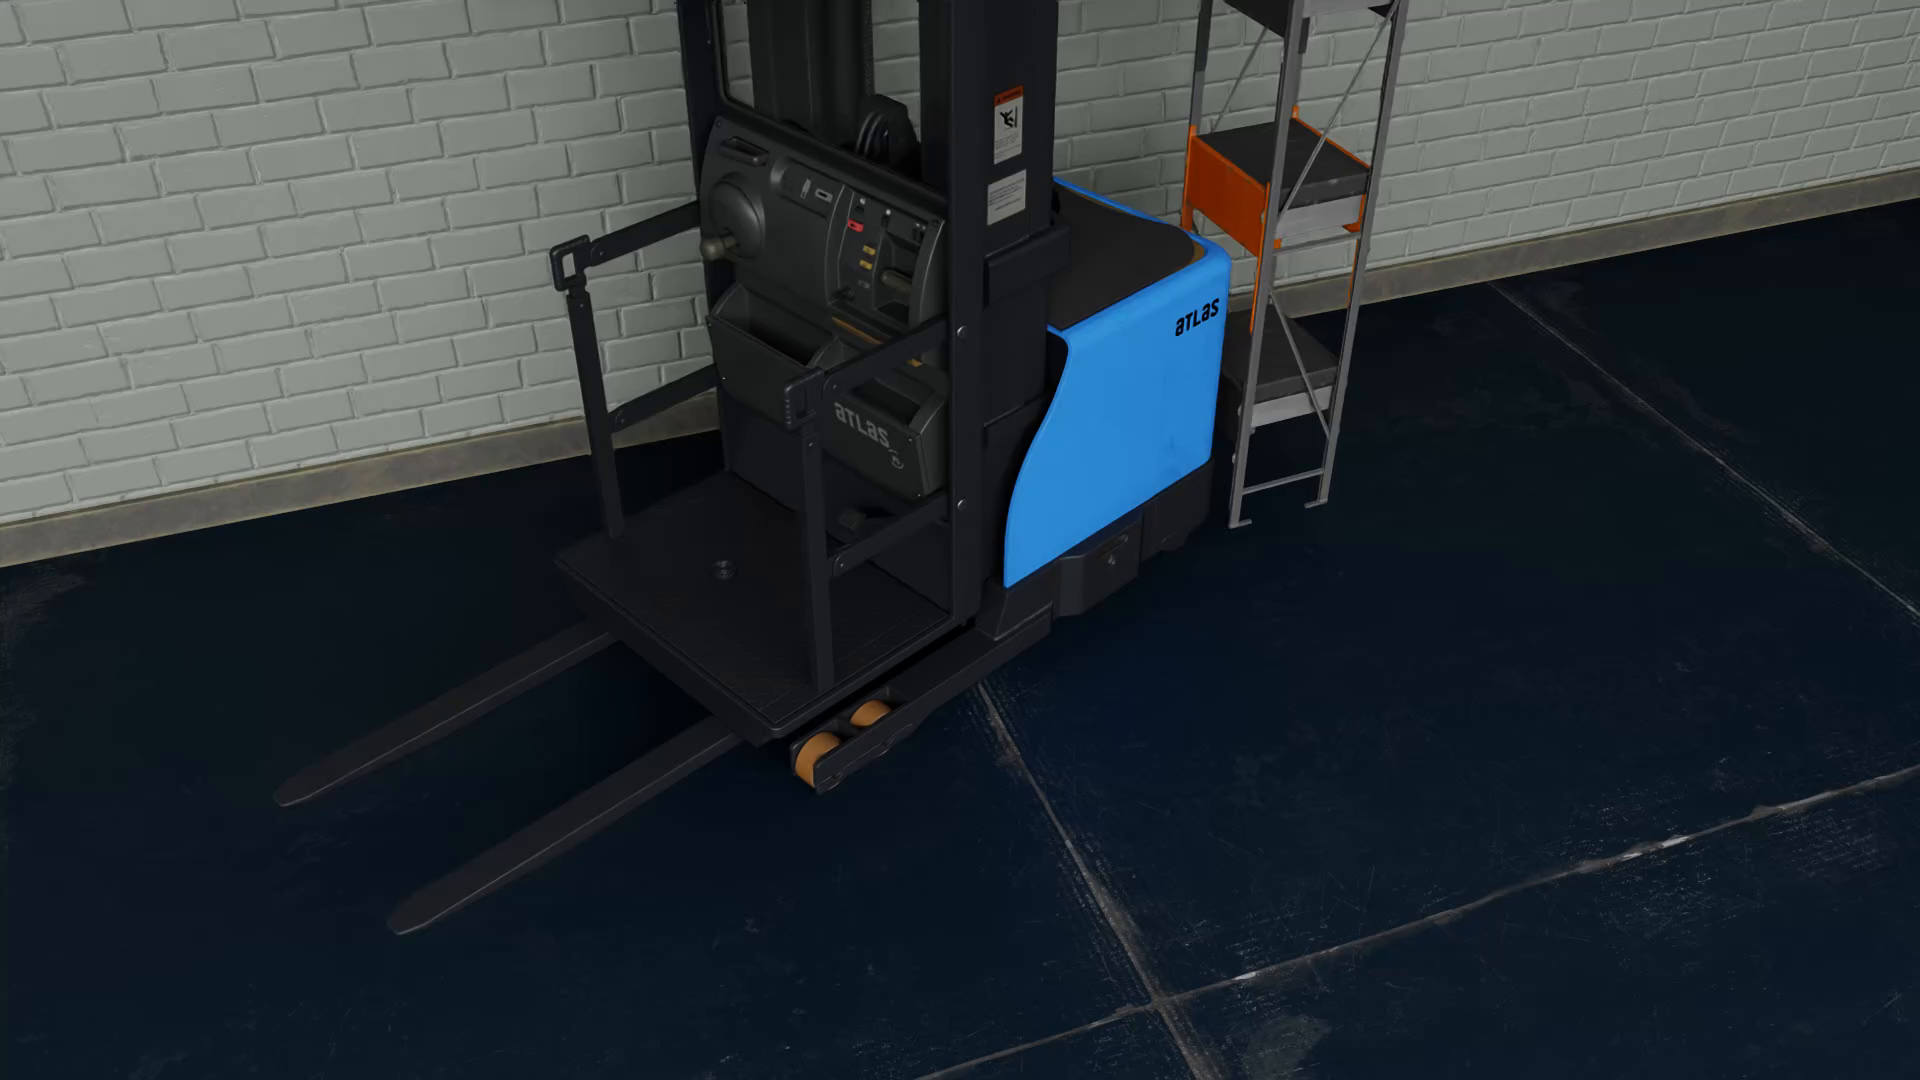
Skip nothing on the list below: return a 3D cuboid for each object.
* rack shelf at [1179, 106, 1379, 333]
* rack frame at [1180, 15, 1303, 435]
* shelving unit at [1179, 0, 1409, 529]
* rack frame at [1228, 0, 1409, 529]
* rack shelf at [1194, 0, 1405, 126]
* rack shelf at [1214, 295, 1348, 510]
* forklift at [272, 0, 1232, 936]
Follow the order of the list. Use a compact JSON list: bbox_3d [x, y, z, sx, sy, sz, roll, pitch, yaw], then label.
[{"bbox_3d":[1.025,-1.051,5.423,0.431,0.518,0.480,-15,39,-19],"label":"rack shelf"},{"bbox_3d":[0.928,-1.197,5.594,0.400,2.100,0.015,-15,39,-19],"label":"rack frame"},{"bbox_3d":[1.025,-1.062,5.415,0.431,2.100,0.503,-15,39,-19],"label":"shelving unit"},{"bbox_3d":[1.122,-0.928,5.236,0.400,2.100,0.015,-15,39,-19],"label":"rack frame"},{"bbox_3d":[1.025,-1.611,5.002,0.431,0.518,0.480,-15,39,-19],"label":"rack shelf"},{"bbox_3d":[1.025,-0.492,5.844,0.431,0.518,0.480,-15,39,-19],"label":"rack shelf"},{"bbox_3d":[-0.539,-0.803,4.380,3.031,2.935,1.130,-31,47,-34],"label":"forklift"}]
